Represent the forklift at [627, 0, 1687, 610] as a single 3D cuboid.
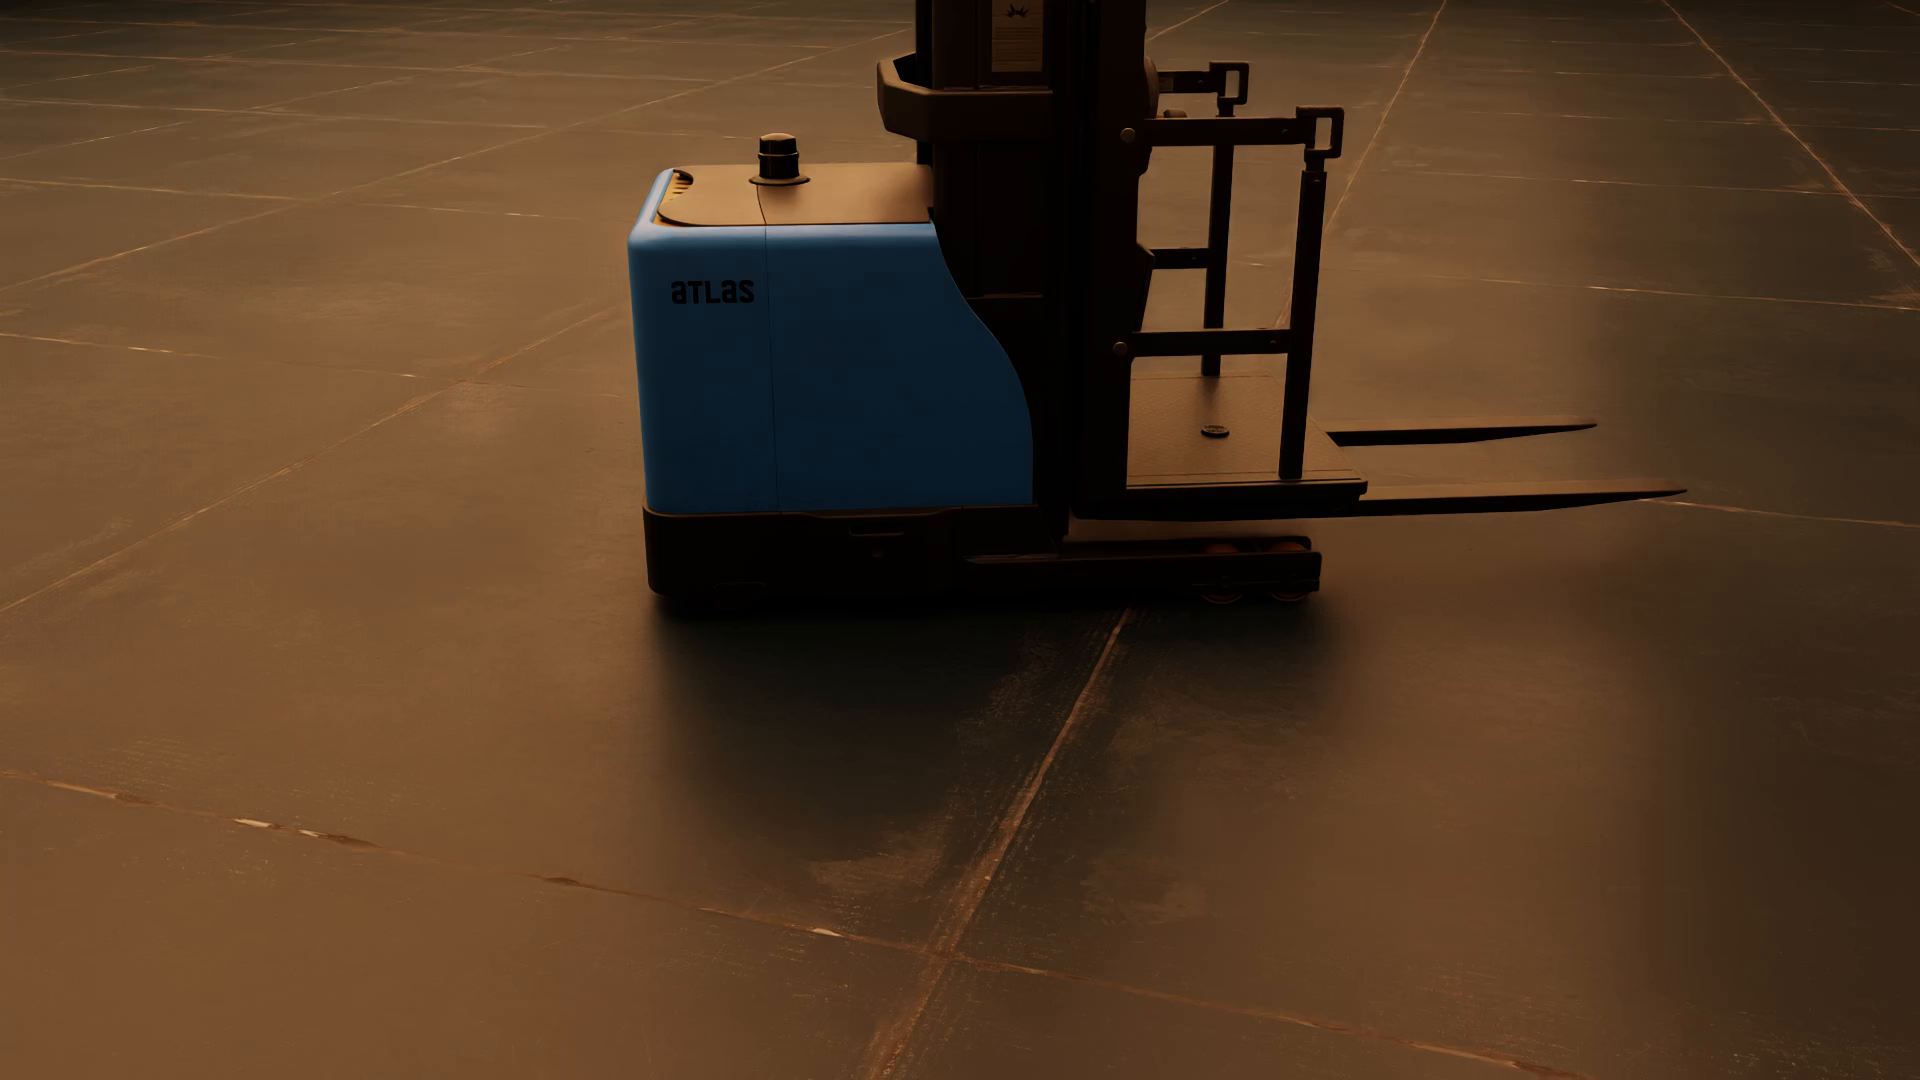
[{"bbox_3d":[0.606,-1.374,4.608,3.031,2.935,1.130,-2,23,-4],"label":"forklift"}]
